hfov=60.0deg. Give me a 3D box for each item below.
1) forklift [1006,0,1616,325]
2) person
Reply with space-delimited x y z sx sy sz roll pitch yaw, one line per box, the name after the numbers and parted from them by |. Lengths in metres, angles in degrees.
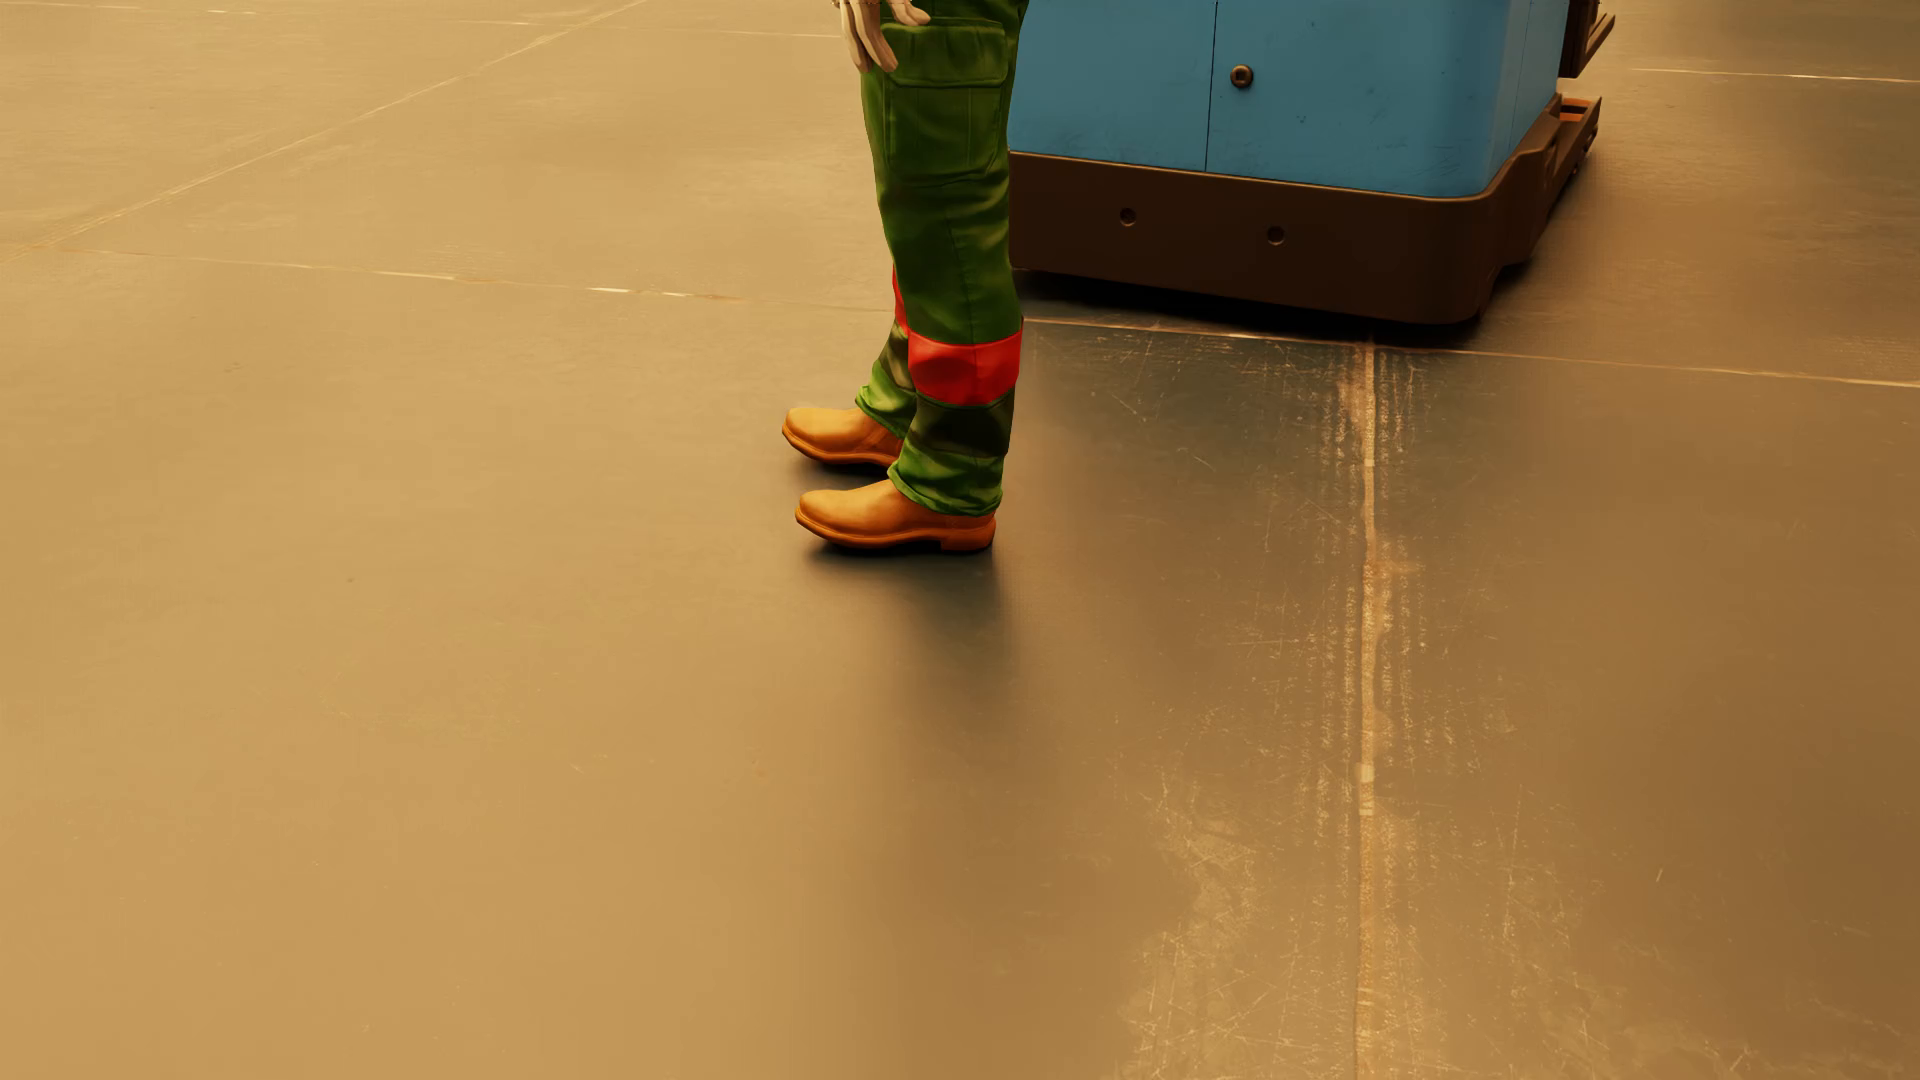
1.115 -2.353 3.909 1.130 2.935 3.031 12 29 22 | forklift
-0.077 -0.818 2.119 0.562 1.789 0.638 6 27 11 | person
